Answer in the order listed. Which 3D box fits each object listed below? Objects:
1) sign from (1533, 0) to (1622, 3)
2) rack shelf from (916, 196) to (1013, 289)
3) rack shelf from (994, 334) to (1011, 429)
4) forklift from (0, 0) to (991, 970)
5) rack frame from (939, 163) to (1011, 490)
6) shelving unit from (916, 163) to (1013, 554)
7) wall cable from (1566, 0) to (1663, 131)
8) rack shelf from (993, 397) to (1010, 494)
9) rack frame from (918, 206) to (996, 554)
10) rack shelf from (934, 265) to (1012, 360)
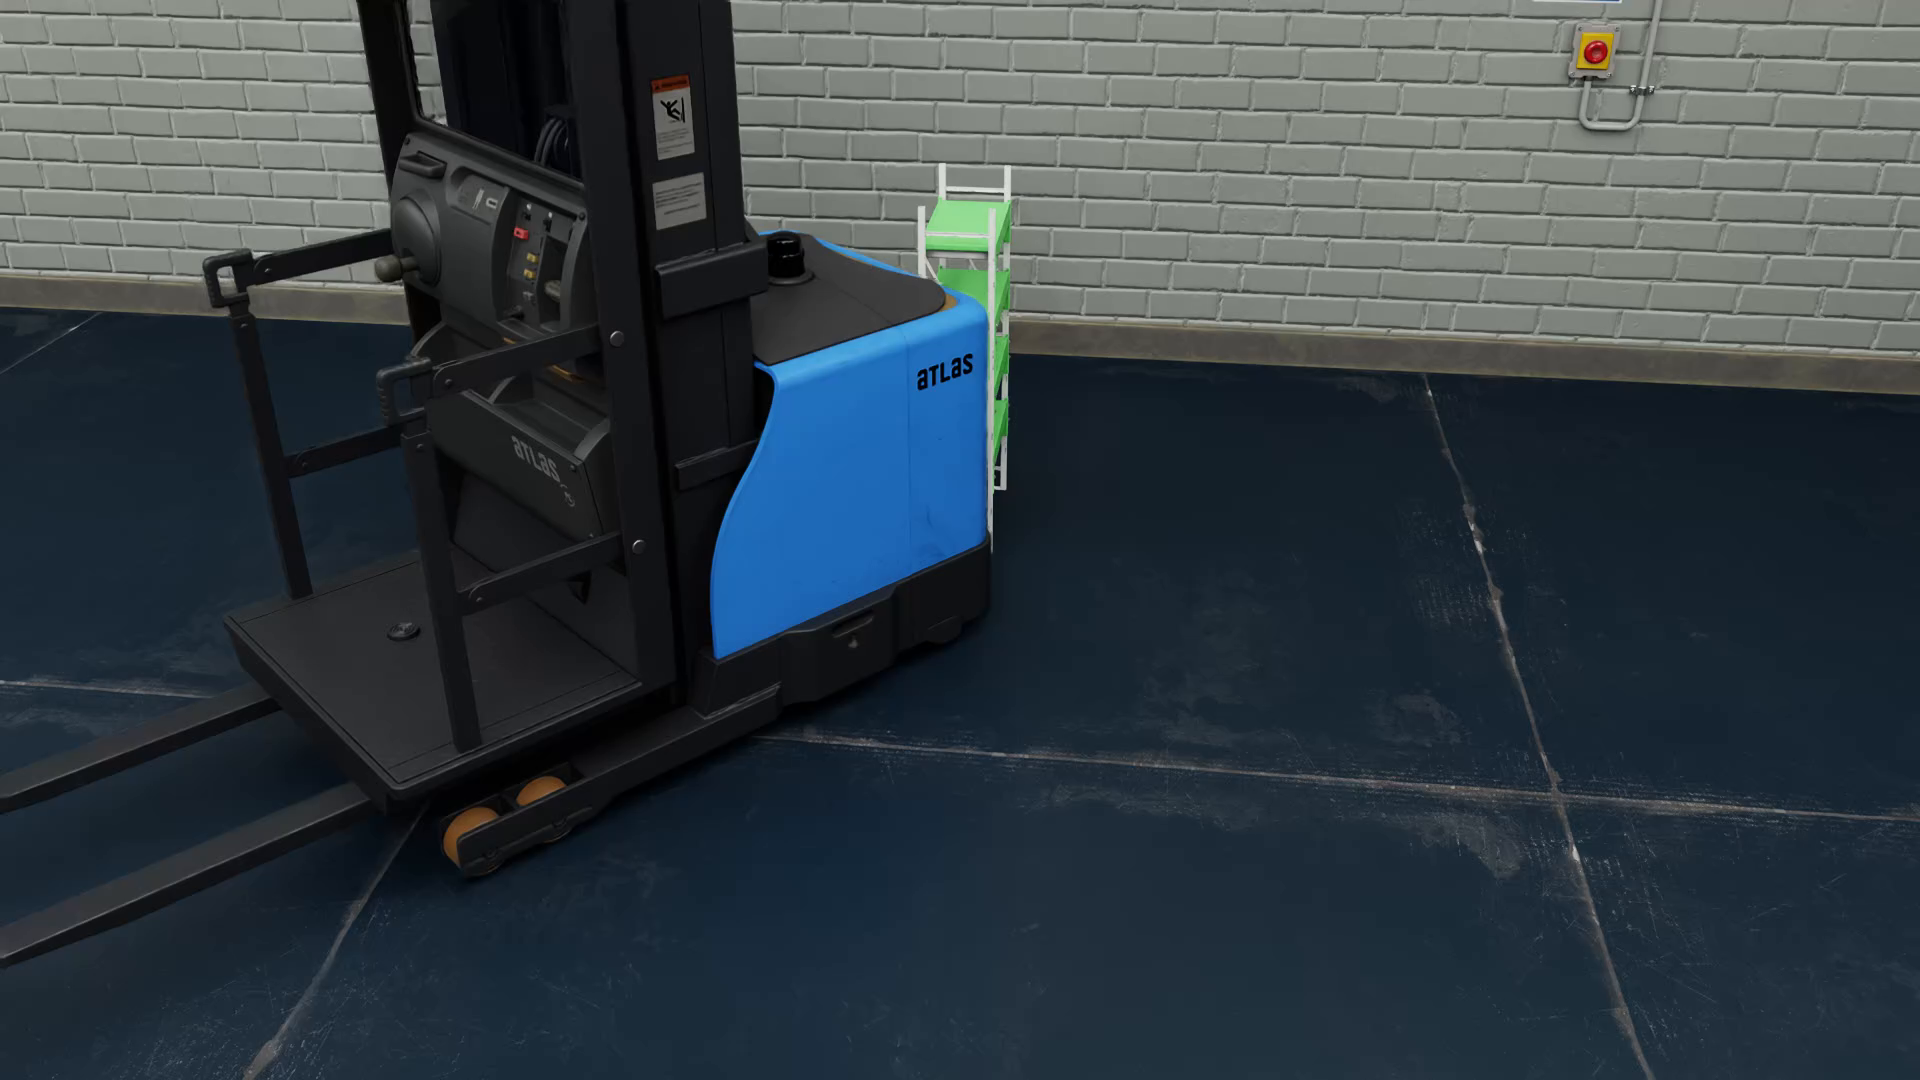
[{"bbox_3d":[2.349,-2.144,6.281,0.327,0.218,0.001,3,28,6],"label":"sign"},{"bbox_3d":[0.020,-0.972,5.413,0.258,0.148,0.480,3,28,6],"label":"rack shelf"},{"bbox_3d":[0.020,-0.550,5.640,0.258,0.148,0.480,3,28,6],"label":"rack shelf"},{"bbox_3d":[-1.335,-0.728,4.010,3.031,2.935,1.130,-23,36,-36],"label":"forklift"},{"bbox_3d":[0.050,-0.721,5.823,0.240,1.200,0.015,3,28,6],"label":"rack frame"},{"bbox_3d":[0.020,-0.606,5.610,0.258,1.200,0.503,3,28,6],"label":"shelving unit"},{"bbox_3d":[2.390,-2.454,6.038,0.585,1.953,0.123,3,28,6],"label":"wall cable"},{"bbox_3d":[0.020,-0.339,5.754,0.258,0.148,0.480,3,28,6],"label":"rack shelf"},{"bbox_3d":[-0.010,-0.491,5.397,0.240,1.200,0.015,3,28,6],"label":"rack frame"},{"bbox_3d":[0.020,-0.761,5.527,0.258,0.148,0.480,3,28,6],"label":"rack shelf"}]
